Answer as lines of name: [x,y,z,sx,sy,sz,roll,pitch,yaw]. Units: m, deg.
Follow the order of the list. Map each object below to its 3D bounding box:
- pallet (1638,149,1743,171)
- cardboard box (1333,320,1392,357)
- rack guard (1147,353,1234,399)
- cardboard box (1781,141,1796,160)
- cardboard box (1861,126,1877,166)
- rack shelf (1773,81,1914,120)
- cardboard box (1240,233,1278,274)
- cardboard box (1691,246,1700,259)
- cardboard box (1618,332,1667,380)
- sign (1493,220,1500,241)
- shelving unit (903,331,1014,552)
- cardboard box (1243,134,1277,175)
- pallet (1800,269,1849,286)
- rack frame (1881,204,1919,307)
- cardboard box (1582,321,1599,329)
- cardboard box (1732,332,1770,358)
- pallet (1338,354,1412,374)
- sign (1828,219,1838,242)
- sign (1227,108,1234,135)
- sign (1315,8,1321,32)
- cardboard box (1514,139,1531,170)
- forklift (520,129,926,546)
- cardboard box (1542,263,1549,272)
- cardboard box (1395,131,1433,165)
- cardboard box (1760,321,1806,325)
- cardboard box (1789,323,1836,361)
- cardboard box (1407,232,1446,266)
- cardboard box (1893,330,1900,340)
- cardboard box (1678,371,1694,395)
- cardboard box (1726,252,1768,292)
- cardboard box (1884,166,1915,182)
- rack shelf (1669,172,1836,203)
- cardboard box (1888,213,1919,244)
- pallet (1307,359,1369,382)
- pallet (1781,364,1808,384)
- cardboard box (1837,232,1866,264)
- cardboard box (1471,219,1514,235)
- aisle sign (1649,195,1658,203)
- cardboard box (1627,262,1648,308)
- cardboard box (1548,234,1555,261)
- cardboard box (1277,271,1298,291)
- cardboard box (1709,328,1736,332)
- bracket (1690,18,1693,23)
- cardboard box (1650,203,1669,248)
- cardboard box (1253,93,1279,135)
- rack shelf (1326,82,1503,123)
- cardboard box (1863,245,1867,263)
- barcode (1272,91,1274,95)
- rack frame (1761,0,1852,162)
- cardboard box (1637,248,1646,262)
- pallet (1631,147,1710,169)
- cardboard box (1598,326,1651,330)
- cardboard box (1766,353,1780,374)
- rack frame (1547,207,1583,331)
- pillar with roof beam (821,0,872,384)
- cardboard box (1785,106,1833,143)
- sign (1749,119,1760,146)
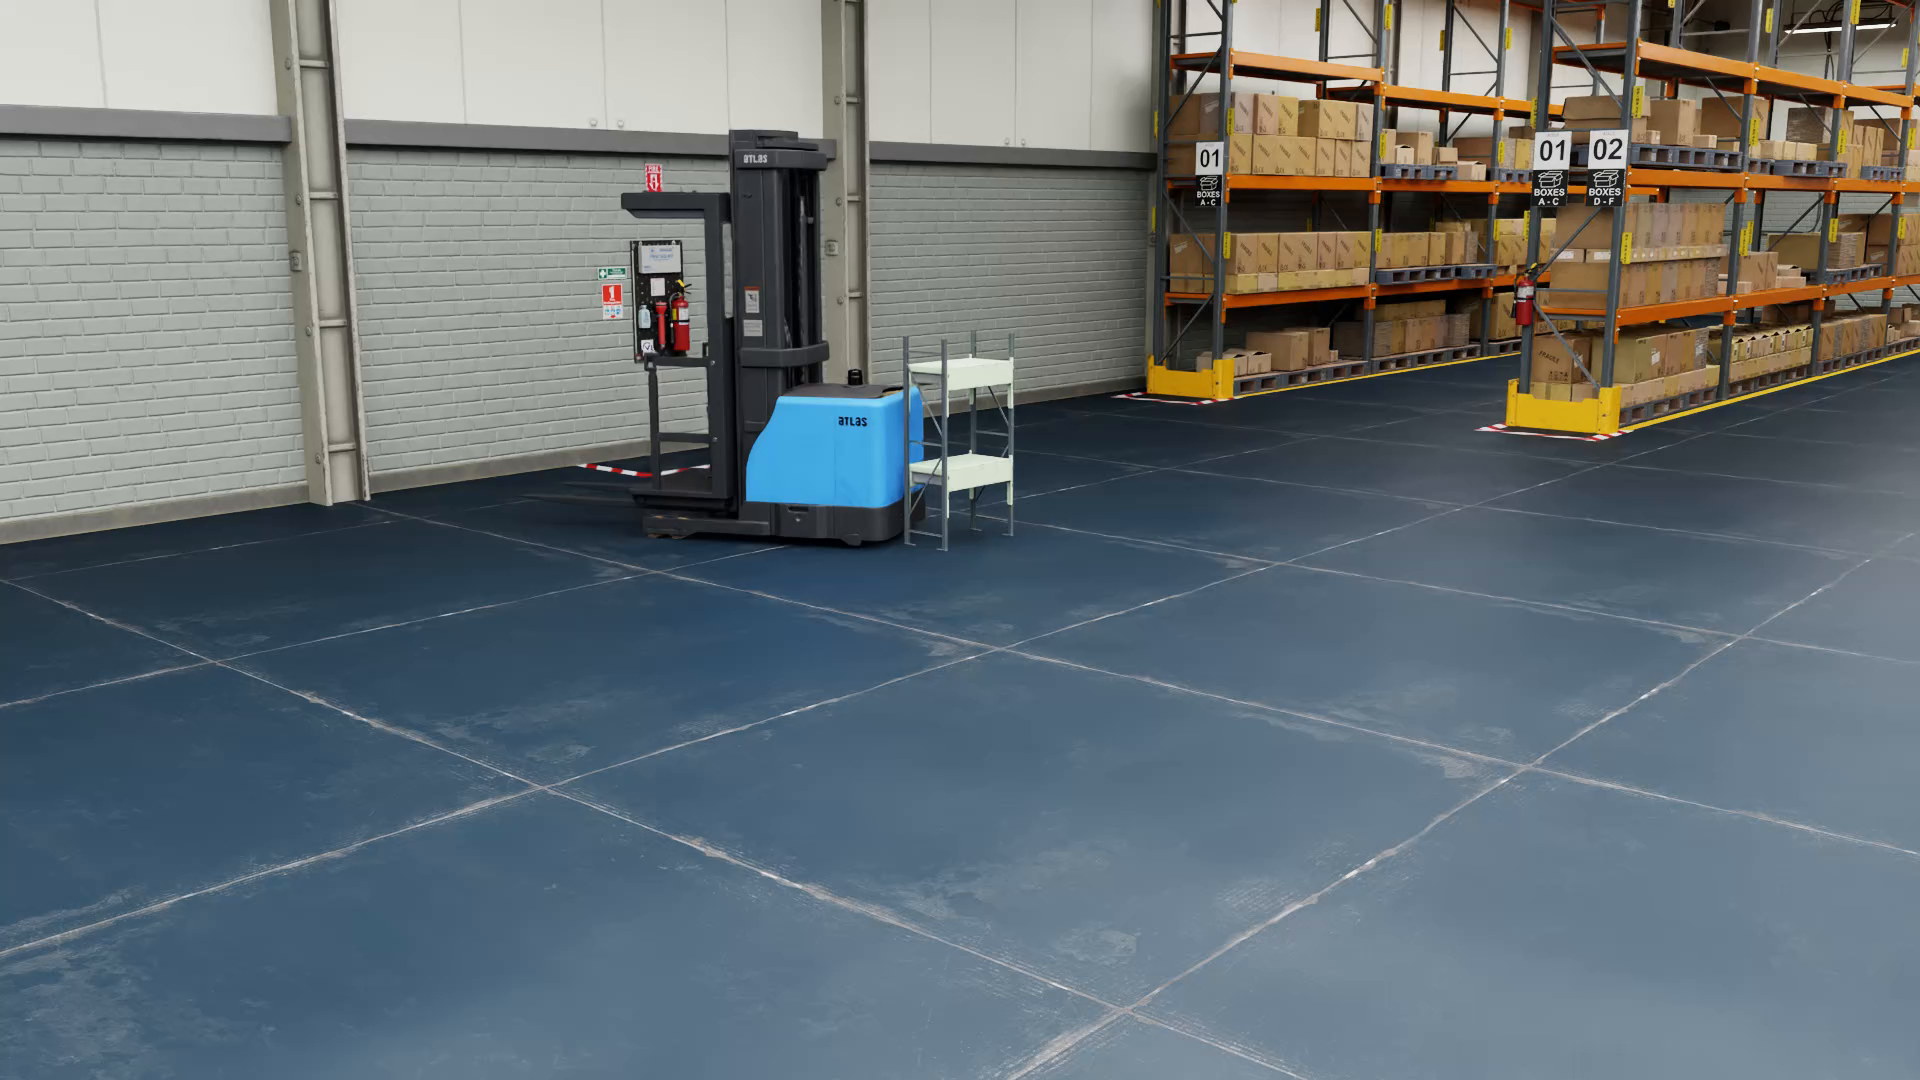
pallet: [8.760,-4.597,20.136,1.003,0.211,1.213,10,15,40]
cardboard box: [6.054,-3.039,25.025,0.700,0.500,0.500,10,15,42]
rack guard: [2.990,-2.135,21.625,1.175,0.500,0.348,10,15,40]
cardboard box: [10.969,-5.254,22.510,0.500,0.250,0.500,9,15,39]
cardboard box: [13.773,-6.084,25.774,0.600,0.600,0.600,10,15,40]
rack shelf: [13.265,-6.574,25.008,1.077,0.370,4.000,10,15,40]
cardboard box: [3.815,-3.756,21.778,0.500,0.500,0.500,10,15,41]
cardboard box: [8.612,-3.448,19.906,0.380,0.149,0.250,10,15,40]
cardboard box: [7.834,-2.134,19.272,0.500,0.500,0.500,10,15,40]
sign: [8.635,-4.987,26.767,0.100,0.325,0.005,10,15,40]
shelving unit: [-0.004,-0.734,12.059,0.431,1.500,0.755,10,15,40]
cardboard box: [3.730,-4.971,21.475,0.500,0.500,0.500,-11,16,-44]
pallet: [12.339,-3.901,24.576,1.213,0.211,1.003,10,15,40]
rack frame: [17.225,-5.064,29.906,1.000,3.000,0.127,10,15,40]
cardboard box: [11.432,-4.192,30.851,0.700,0.500,0.500,10,15,41]
cardboard box: [10.439,-2.609,22.130,0.500,0.311,0.500,9,14,38]
pallet: [6.093,-2.686,25.118,1.003,0.211,1.213,10,15,40]
sign: [12.364,-4.383,23.543,0.100,0.325,0.005,10,15,40]
sign: [3.348,-5.179,20.593,0.100,0.325,0.005,10,15,40]
sign: [5.160,-7.487,23.931,0.100,0.325,0.005,10,15,40]
cardboard box: [9.183,-6.506,28.088,0.700,0.500,0.500,11,16,43]
forklift: [-1.837,-1.536,12.420,3.031,2.935,1.130,3,12,16]
cardboard box: [9.979,-4.734,28.846,0.380,0.149,0.250,9,15,39]
cardboard box: [6.816,-5.916,25.185,0.500,0.500,0.500,9,14,38]
cardboard box: [12.385,-3.045,25.056,0.500,0.500,0.500,11,15,43]
cardboard box: [12.460,-2.907,24.365,0.500,0.500,0.500,11,15,43]
cardboard box: [7.112,-4.535,25.879,0.700,0.500,0.500,10,15,40]
cardboard box: [15.588,-3.464,28.007,0.380,0.166,0.250,10,15,40]
cardboard box: [8.506,-1.912,20.072,0.500,0.250,0.500,10,15,40]
cardboard box: [10.502,-3.609,22.369,0.500,0.500,0.500,10,15,40]
cardboard box: [15.092,-5.912,26.878,0.500,0.250,0.500,10,15,40]
rack shelf: [10.624,-4.711,22.316,1.077,0.370,4.000,10,15,40]
cardboard box: [15.787,-5.199,27.775,0.500,0.500,0.500,9,15,39]
pallet: [5.164,-2.467,24.026,1.003,0.211,1.213,10,15,40]
pallet: [11.372,-2.403,23.705,1.003,0.211,1.213,10,15,40]
cardboard box: [14.104,-4.689,26.704,0.700,0.500,0.500,4,12,21]
cardboard box: [8.733,-5.137,27.291,0.500,0.250,0.500,10,15,42]
aisle sign: [13.775,-6.950,32.714,0.394,0.787,0.004,10,15,40]
cardboard box: [7.324,-2.904,18.836,0.700,0.500,0.500,10,15,42]
cardboard box: [10.079,-5.070,28.872,0.500,0.500,0.500,10,15,40]
cardboard box: [4.173,-3.469,22.254,0.500,0.250,0.500,9,15,39]
cardboard box: [10.360,-2.751,22.845,0.500,0.311,0.500,10,15,40]
bracket: [15.175,-10.935,34.794,0.235,0.232,0.430,10,15,40]
cardboard box: [7.691,-3.622,19.120,0.700,0.500,0.500,10,15,41]
cardboard box: [3.746,-5.462,21.384,0.500,0.500,0.500,10,15,40]
rack shelf: [6.901,-6.625,25.266,1.077,0.370,4.000,10,15,40]
cardboard box: [14.722,-4.631,27.484,0.500,0.500,0.500,10,15,41]
barcode: [4.340,-6.192,23.045,0.001,0.075,0.075,10,15,40]
rack frame: [11.944,-6.829,23.425,1.000,3.000,0.127,10,15,40]
cardboard box: [7.422,-3.183,18.575,0.380,0.149,0.250,10,15,41]
pallet: [7.955,-4.418,19.242,1.003,0.211,1.213,10,15,40]
cardboard box: [8.103,-2.349,20.345,0.500,0.500,0.500,10,15,40]
cardboard box: [10.771,-2.409,22.564,0.500,0.250,0.500,10,15,41]
rack frame: [10.861,-5.115,30.163,1.000,3.000,0.127,10,15,40]
pillar with roof beam: [2.025,-5.067,14.605,9.100,9.000,0.400,10,15,40]
cardboard box: [12.237,-5.960,23.929,0.500,0.500,0.500,10,15,40]
sign: [9.722,-4.990,20.356,0.100,0.325,0.005,10,15,40]
